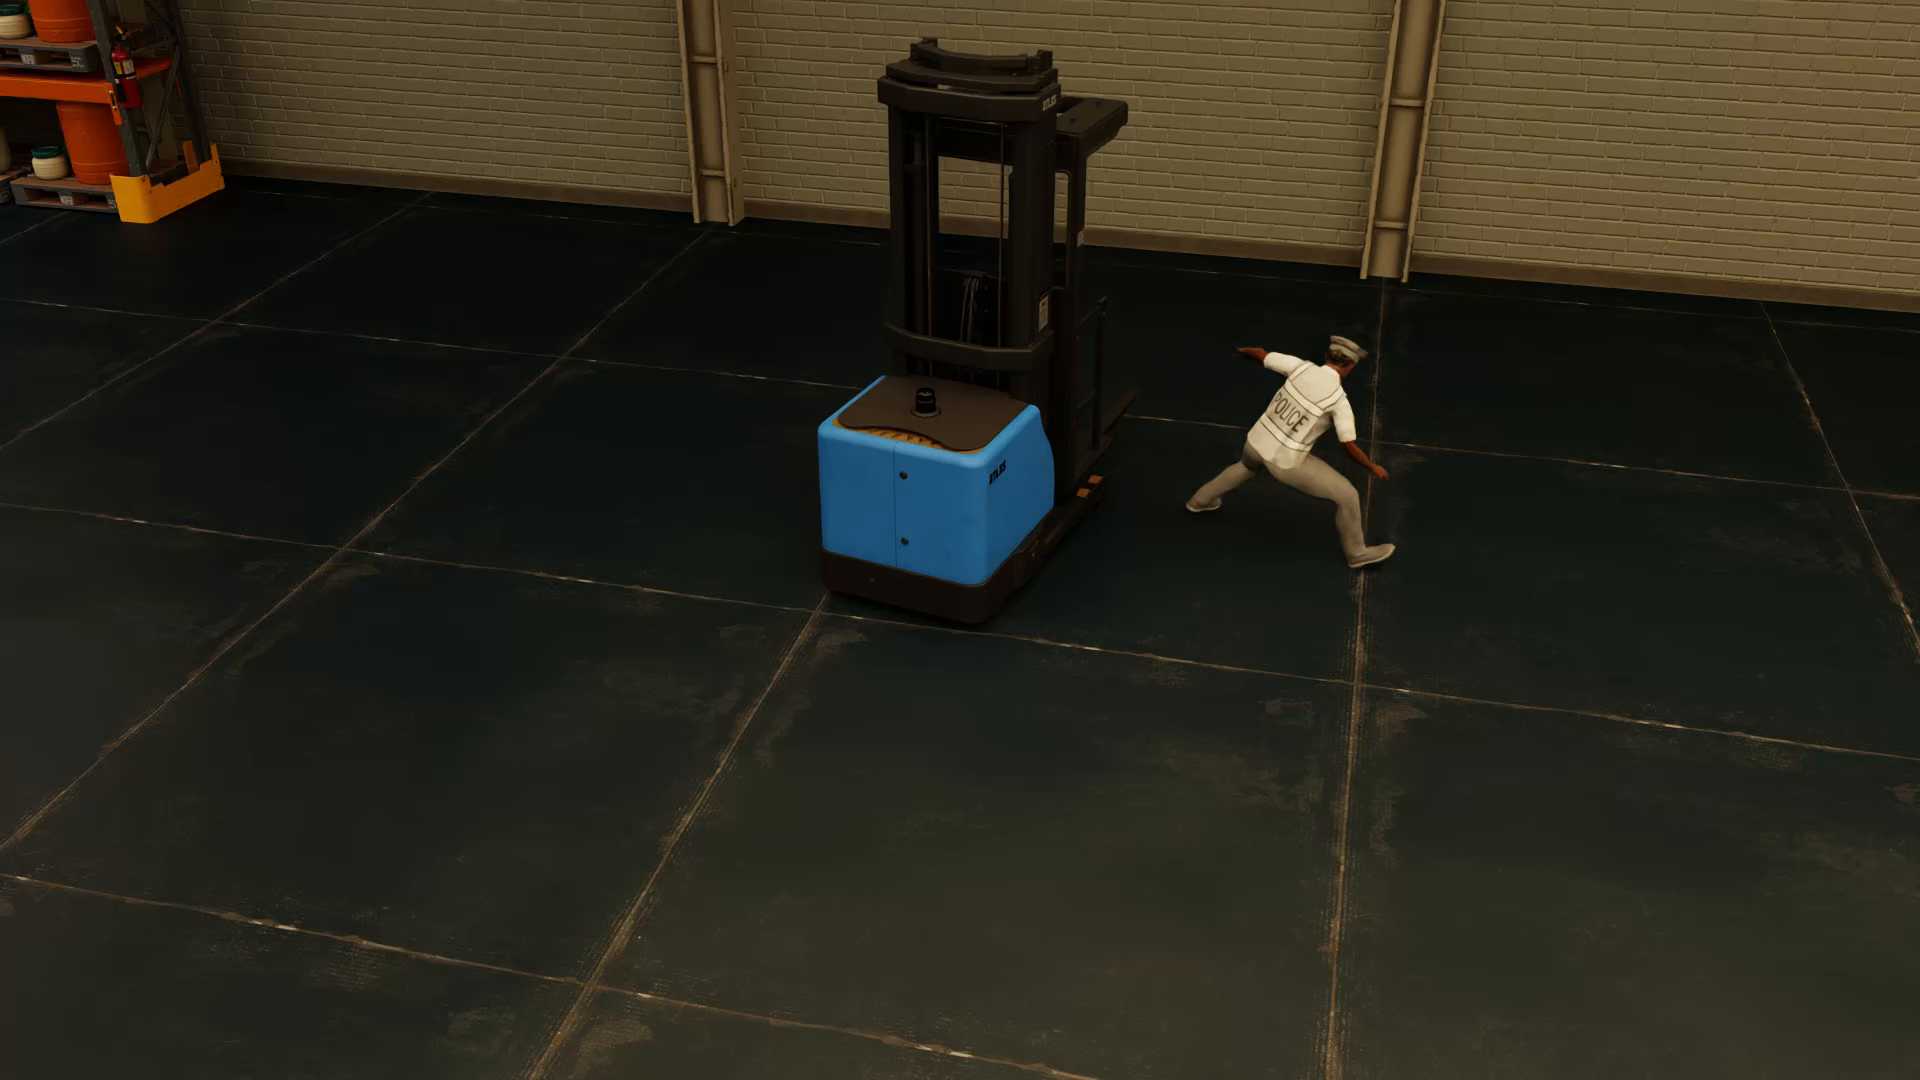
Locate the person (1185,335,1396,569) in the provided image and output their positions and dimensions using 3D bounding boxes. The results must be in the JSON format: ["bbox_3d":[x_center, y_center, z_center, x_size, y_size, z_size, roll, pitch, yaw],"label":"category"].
[{"bbox_3d":[1.973,-0.580,9.789,0.720,1.382,1.185,-16,33,-26],"label":"person"}]

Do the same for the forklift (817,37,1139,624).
[{"bbox_3d":[0.289,-1.518,9.849,1.130,2.935,3.031,13,32,22],"label":"forklift"}]
